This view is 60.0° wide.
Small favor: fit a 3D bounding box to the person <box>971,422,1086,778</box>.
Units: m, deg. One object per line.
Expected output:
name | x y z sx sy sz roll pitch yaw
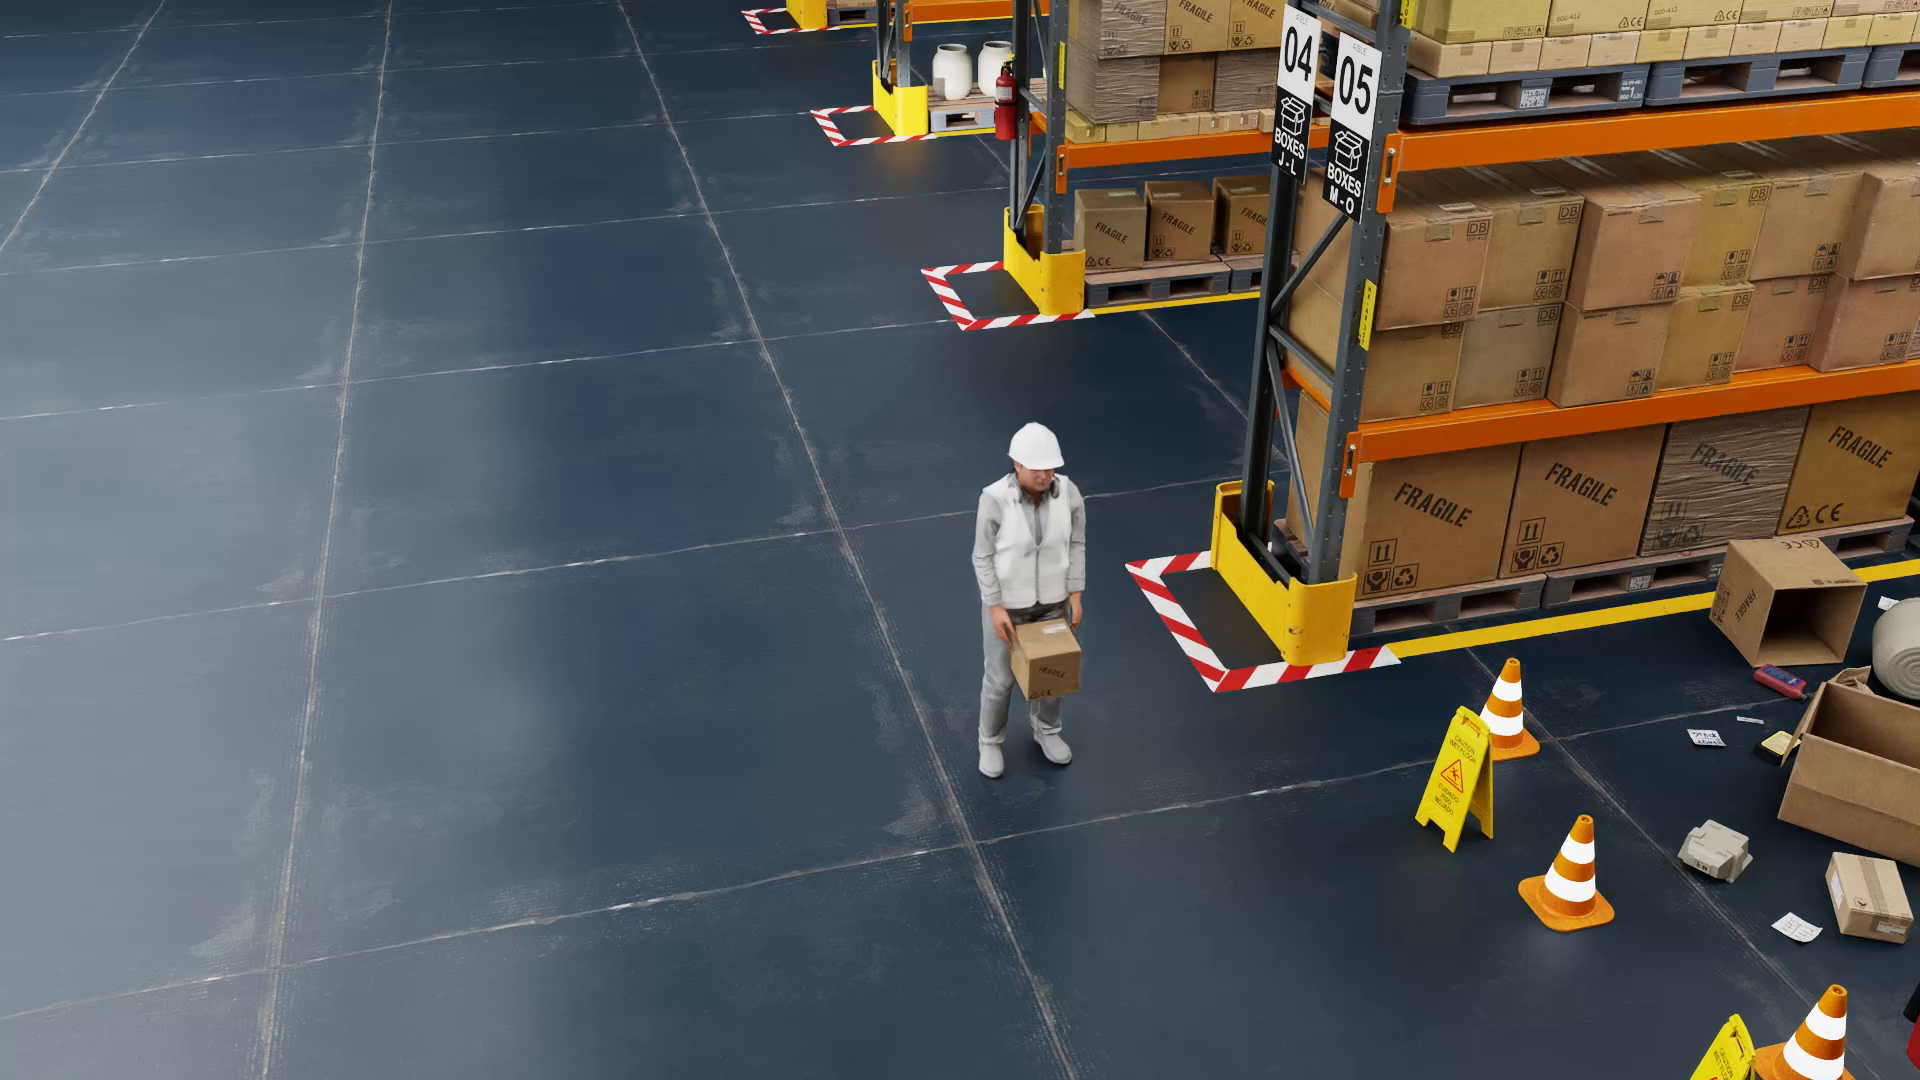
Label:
person | 0.322 0.264 7.751 0.551 1.779 0.446 -8 31 -14
